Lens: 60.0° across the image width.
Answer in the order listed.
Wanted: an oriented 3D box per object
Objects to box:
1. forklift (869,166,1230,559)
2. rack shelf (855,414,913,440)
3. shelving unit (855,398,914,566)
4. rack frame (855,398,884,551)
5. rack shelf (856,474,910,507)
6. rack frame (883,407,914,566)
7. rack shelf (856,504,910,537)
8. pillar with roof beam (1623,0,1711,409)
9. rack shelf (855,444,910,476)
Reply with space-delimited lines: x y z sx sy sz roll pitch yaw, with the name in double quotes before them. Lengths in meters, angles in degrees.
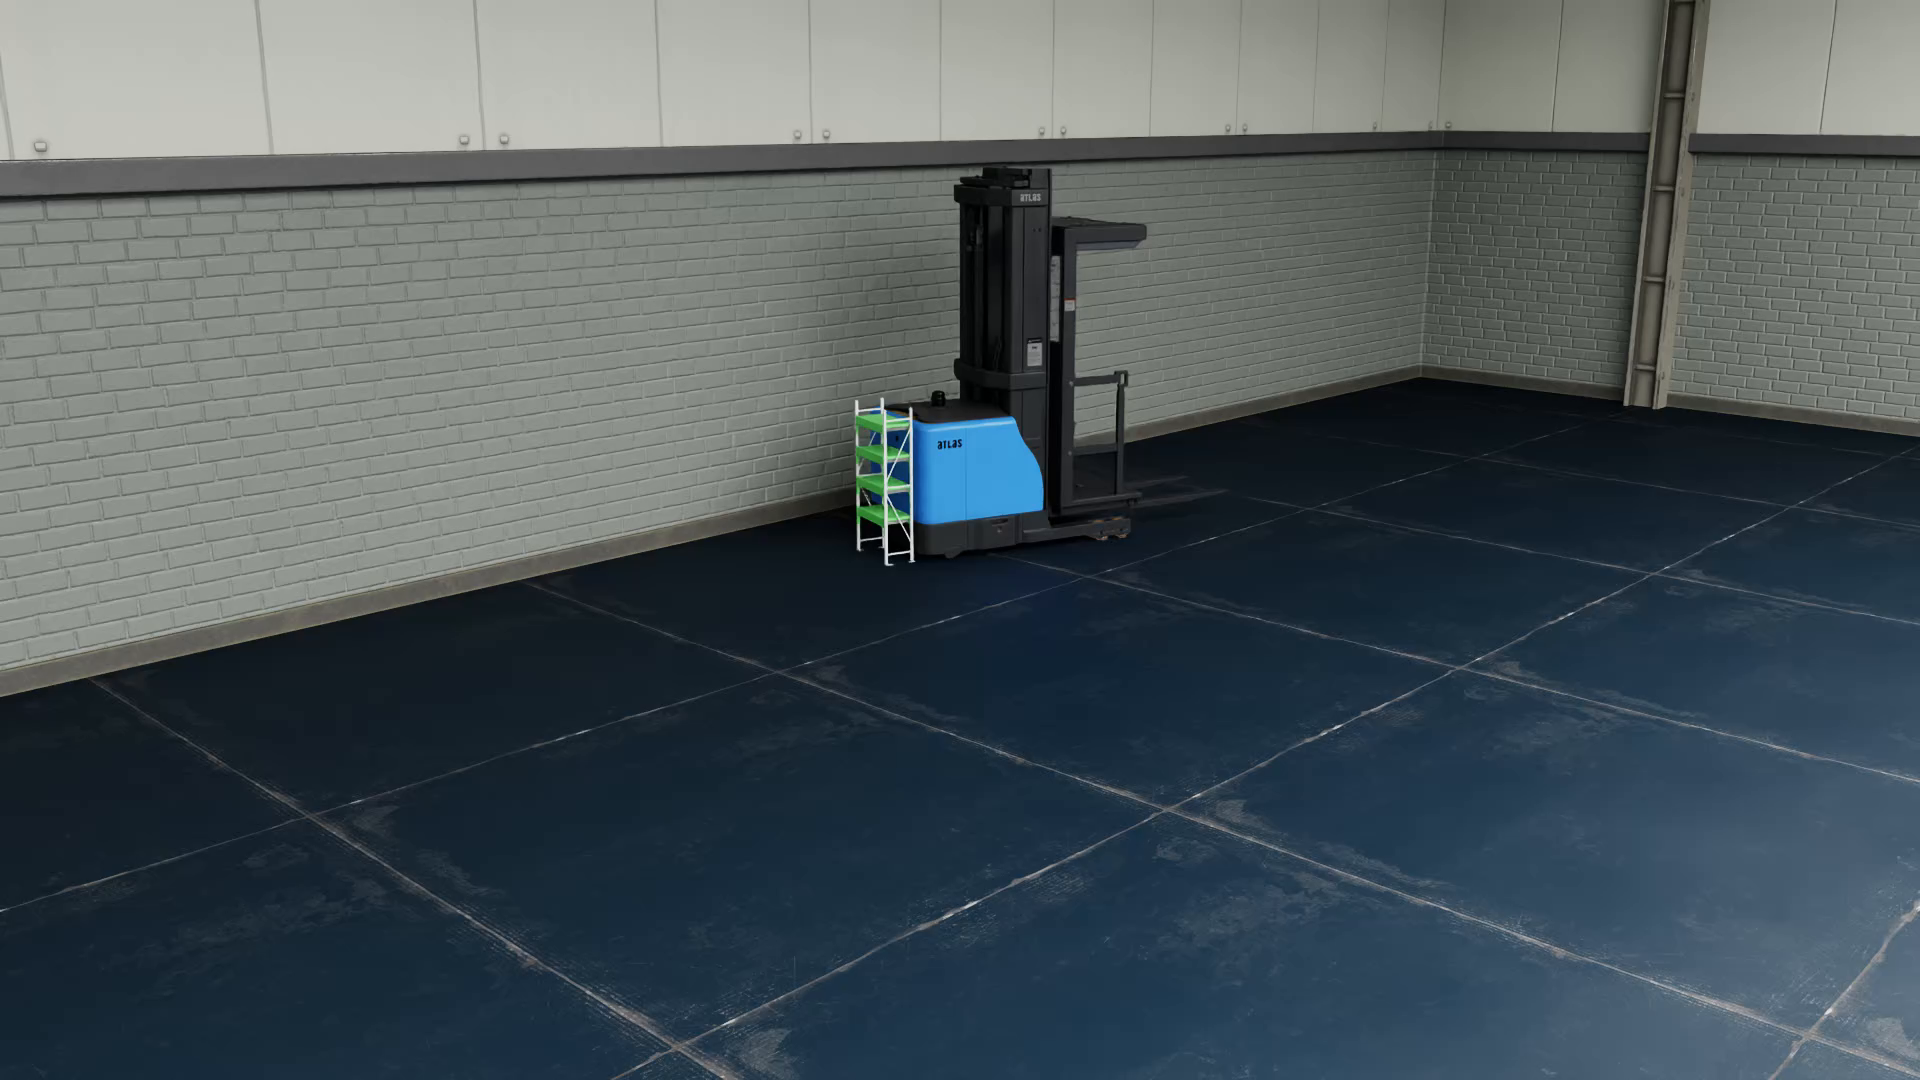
"forklift" 0.812 -1.519 13.451 3.031 2.935 1.130 -8 16 -27
"rack shelf" -0.584 -0.856 12.687 0.258 0.148 0.480 -8 17 -28
"shelving unit" -0.584 -0.453 12.792 0.258 1.200 0.503 -8 17 -28
"rack frame" -0.701 -0.507 12.999 0.240 1.200 0.015 -8 17 -28
"rack shelf" -0.584 -0.391 12.808 0.258 0.148 0.480 -8 17 -28
"rack frame" -0.466 -0.399 12.585 0.240 1.200 0.015 -8 17 -28
"rack shelf" -0.584 -0.159 12.868 0.258 0.148 0.480 -8 17 -28
"pillar with roof beam" 5.032 -5.147 15.339 0.400 9.000 9.100 14 20 42
"rack shelf" -0.584 -0.624 12.747 0.258 0.148 0.480 -8 17 -28
